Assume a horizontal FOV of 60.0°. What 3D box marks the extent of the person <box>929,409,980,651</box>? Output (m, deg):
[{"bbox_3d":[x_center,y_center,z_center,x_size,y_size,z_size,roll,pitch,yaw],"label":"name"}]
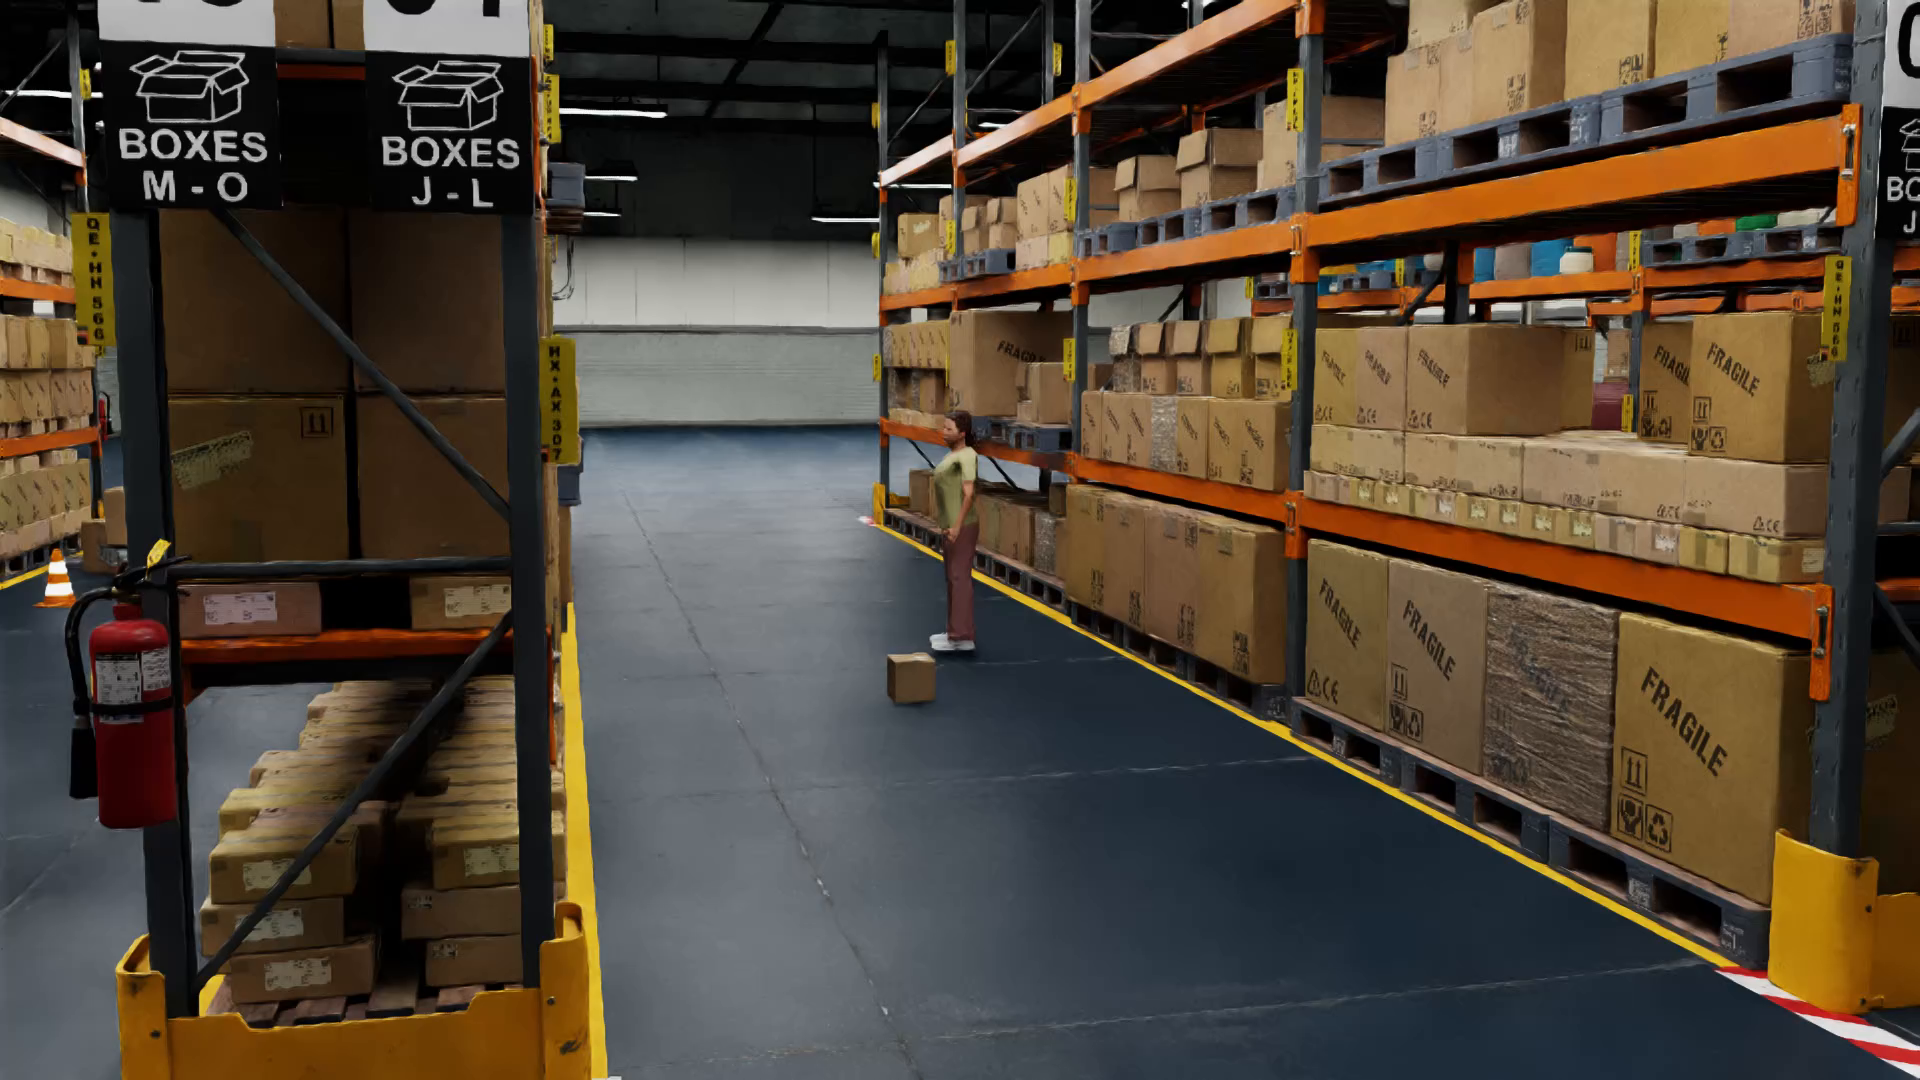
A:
[{"bbox_3d":[-0.048,-0.070,11.614,0.363,1.674,0.481,-2,6,-15],"label":"person"}]
